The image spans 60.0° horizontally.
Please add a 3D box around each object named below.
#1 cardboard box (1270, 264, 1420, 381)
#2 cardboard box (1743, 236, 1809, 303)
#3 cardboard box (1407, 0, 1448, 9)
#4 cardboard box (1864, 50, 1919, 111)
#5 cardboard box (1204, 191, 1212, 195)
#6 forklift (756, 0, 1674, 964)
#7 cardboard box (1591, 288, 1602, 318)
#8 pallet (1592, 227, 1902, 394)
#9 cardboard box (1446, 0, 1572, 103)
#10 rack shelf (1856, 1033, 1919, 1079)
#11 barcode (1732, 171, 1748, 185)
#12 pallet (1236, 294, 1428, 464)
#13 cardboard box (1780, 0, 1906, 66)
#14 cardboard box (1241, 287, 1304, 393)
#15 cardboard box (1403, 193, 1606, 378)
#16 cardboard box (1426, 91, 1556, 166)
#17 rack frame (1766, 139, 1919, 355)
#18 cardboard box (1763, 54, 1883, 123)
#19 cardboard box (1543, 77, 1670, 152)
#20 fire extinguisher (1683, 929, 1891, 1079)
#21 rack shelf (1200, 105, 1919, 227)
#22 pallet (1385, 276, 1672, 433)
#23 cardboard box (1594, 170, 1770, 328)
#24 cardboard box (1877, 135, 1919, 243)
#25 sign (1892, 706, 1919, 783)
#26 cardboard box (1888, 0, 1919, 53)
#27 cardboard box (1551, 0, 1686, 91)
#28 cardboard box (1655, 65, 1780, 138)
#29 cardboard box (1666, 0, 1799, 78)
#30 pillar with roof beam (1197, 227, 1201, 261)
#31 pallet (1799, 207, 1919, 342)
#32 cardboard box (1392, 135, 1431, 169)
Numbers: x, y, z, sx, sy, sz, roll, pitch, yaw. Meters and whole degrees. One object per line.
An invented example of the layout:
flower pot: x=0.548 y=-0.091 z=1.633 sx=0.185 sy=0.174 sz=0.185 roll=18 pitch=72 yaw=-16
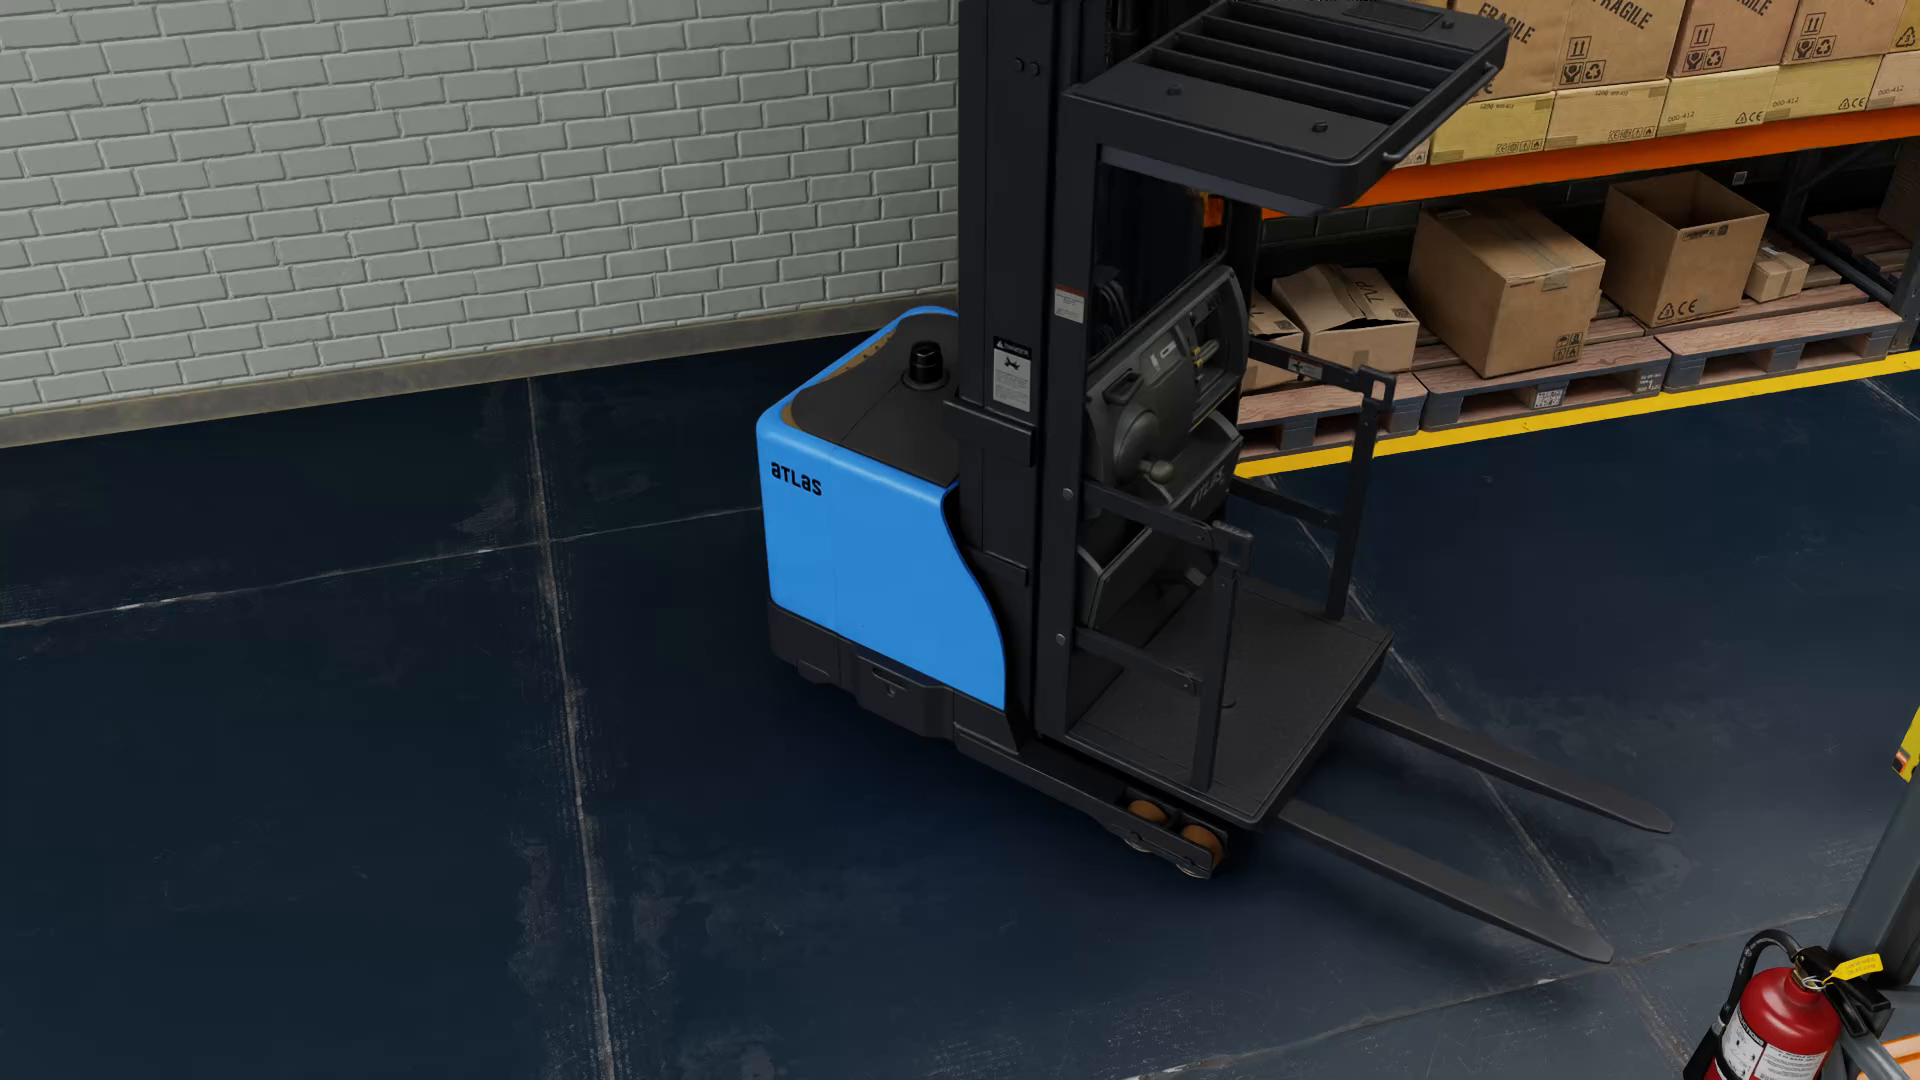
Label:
cardboard box: x=1.707 y=-0.992 z=7.429 sx=0.500 sy=0.311 sz=0.500 roll=-6 pitch=38 yaw=-8
cardboard box: x=3.818 y=-1.319 z=7.975 sx=0.250 sy=0.166 sz=0.380 roll=-14 pitch=40 yaw=-18
cardboard box: x=1.484 y=-1.956 z=6.328 sx=0.500 sy=0.500 sz=0.500 roll=-9 pitch=38 yaw=-12
cardboard box: x=3.949 y=-2.068 z=7.091 sx=0.500 sy=0.250 sz=0.500 roll=-9 pitch=38 yaw=-12
cardboard box: x=1.019 y=-1.578 z=6.451 sx=0.500 sy=0.250 sz=0.500 roll=-10 pitch=39 yaw=-13
forklift: x=0.807 y=-0.453 z=4.930 sx=3.031 sy=2.935 sz=1.130 roll=23 pitch=43 yaw=27
cardboard box: x=2.777 y=-1.173 z=7.799 sx=0.250 sy=0.149 sz=0.380 roll=-12 pitch=39 yaw=-16
pallet: x=3.688 y=-1.137 z=8.063 sx=1.213 sy=0.211 sz=1.003 roll=-9 pitch=38 yaw=-12
cardboard box: x=1.985 y=-2.035 z=6.431 sx=0.500 sy=0.500 sz=0.500 roll=-11 pitch=39 yaw=-13
rack shelf: x=3.691 y=1.136 z=3.389 sx=4.000 sy=0.370 sz=1.077 roll=-9 pitch=38 yaw=-12
barcode: x=3.743 y=-1.736 z=7.983 sx=0.075 sy=0.075 sz=0.001 roll=-9 pitch=38 yaw=-12
pallet: x=1.332 y=-0.751 z=7.558 sx=1.213 sy=0.211 sz=1.003 roll=-9 pitch=38 yaw=-12
cardboard box: x=3.471 y=-2.280 z=6.751 sx=0.500 sy=0.500 sz=0.500 roll=-10 pitch=38 yaw=-12
cardboard box: x=1.157 y=-0.902 z=7.311 sx=0.500 sy=0.311 sz=0.500 roll=-14 pitch=39 yaw=-17
cardboard box: x=2.428 y=-1.154 z=7.485 sx=0.500 sy=0.500 sz=0.700 roll=-12 pitch=39 yaw=-15
cardboard box: x=2.010 y=-1.746 z=6.670 sx=0.500 sy=0.250 sz=0.500 roll=-10 pitch=39 yaw=-13
rack frame: x=4.327 y=-2.372 z=7.382 sx=0.127 sy=3.000 sz=1.000 roll=-9 pitch=38 yaw=-12
cardboard box: x=3.465 y=-1.993 z=6.994 sx=0.500 sy=0.250 sz=0.500 roll=-9 pitch=38 yaw=-12
cardboard box: x=2.499 y=-1.824 z=6.773 sx=0.500 sy=0.250 sz=0.500 roll=-9 pitch=38 yaw=-12
fire extinguisher: x=1.525 y=0.944 z=3.111 sx=0.183 sy=0.674 sz=0.296 roll=-9 pitch=38 yaw=-12
rack shelf: x=2.396 y=-1.769 z=7.186 sx=4.000 sy=0.370 sz=1.077 roll=-9 pitch=38 yaw=-12
pallet: x=2.508 y=-0.942 z=7.808 sx=1.213 sy=0.211 sz=1.003 roll=-9 pitch=38 yaw=-12
cardboard box: x=3.335 y=-1.366 z=7.762 sx=0.500 sy=0.500 sz=0.500 roll=-12 pitch=39 yaw=-15
cardboard box: x=5.033 y=-1.680 z=8.173 sx=0.500 sy=0.500 sz=0.700 roll=-8 pitch=38 yaw=-10
sign: x=1.632 y=0.292 z=2.751 sx=0.005 sy=0.325 sz=0.100 roll=-9 pitch=38 yaw=-12
cardboard box: x=3.951 y=-2.362 z=6.859 sx=0.500 sy=0.500 sz=0.500 roll=-9 pitch=38 yaw=-12
cardboard box: x=2.480 y=-2.123 z=6.547 sx=0.500 sy=0.500 sz=0.500 roll=-8 pitch=38 yaw=-11
cardboard box: x=2.984 y=-1.905 z=6.878 sx=0.500 sy=0.250 sz=0.500 roll=-10 pitch=38 yaw=-12
cardboard box: x=2.982 y=-2.206 z=6.655 sx=0.500 sy=0.500 sz=0.500 roll=-10 pitch=39 yaw=-13
pillar with roof beam: x=2.038 y=-2.214 z=2.238 sx=0.400 sy=9.000 sz=9.100 roll=-9 pitch=38 yaw=-12
pallet: x=5.078 y=-1.389 z=8.392 sx=1.213 sy=0.211 sz=1.003 roll=-9 pitch=38 yaw=-12
cardboard box: x=1.517 y=-1.668 z=6.569 sx=0.500 sy=0.250 sz=0.500 roll=-10 pitch=39 yaw=-13
